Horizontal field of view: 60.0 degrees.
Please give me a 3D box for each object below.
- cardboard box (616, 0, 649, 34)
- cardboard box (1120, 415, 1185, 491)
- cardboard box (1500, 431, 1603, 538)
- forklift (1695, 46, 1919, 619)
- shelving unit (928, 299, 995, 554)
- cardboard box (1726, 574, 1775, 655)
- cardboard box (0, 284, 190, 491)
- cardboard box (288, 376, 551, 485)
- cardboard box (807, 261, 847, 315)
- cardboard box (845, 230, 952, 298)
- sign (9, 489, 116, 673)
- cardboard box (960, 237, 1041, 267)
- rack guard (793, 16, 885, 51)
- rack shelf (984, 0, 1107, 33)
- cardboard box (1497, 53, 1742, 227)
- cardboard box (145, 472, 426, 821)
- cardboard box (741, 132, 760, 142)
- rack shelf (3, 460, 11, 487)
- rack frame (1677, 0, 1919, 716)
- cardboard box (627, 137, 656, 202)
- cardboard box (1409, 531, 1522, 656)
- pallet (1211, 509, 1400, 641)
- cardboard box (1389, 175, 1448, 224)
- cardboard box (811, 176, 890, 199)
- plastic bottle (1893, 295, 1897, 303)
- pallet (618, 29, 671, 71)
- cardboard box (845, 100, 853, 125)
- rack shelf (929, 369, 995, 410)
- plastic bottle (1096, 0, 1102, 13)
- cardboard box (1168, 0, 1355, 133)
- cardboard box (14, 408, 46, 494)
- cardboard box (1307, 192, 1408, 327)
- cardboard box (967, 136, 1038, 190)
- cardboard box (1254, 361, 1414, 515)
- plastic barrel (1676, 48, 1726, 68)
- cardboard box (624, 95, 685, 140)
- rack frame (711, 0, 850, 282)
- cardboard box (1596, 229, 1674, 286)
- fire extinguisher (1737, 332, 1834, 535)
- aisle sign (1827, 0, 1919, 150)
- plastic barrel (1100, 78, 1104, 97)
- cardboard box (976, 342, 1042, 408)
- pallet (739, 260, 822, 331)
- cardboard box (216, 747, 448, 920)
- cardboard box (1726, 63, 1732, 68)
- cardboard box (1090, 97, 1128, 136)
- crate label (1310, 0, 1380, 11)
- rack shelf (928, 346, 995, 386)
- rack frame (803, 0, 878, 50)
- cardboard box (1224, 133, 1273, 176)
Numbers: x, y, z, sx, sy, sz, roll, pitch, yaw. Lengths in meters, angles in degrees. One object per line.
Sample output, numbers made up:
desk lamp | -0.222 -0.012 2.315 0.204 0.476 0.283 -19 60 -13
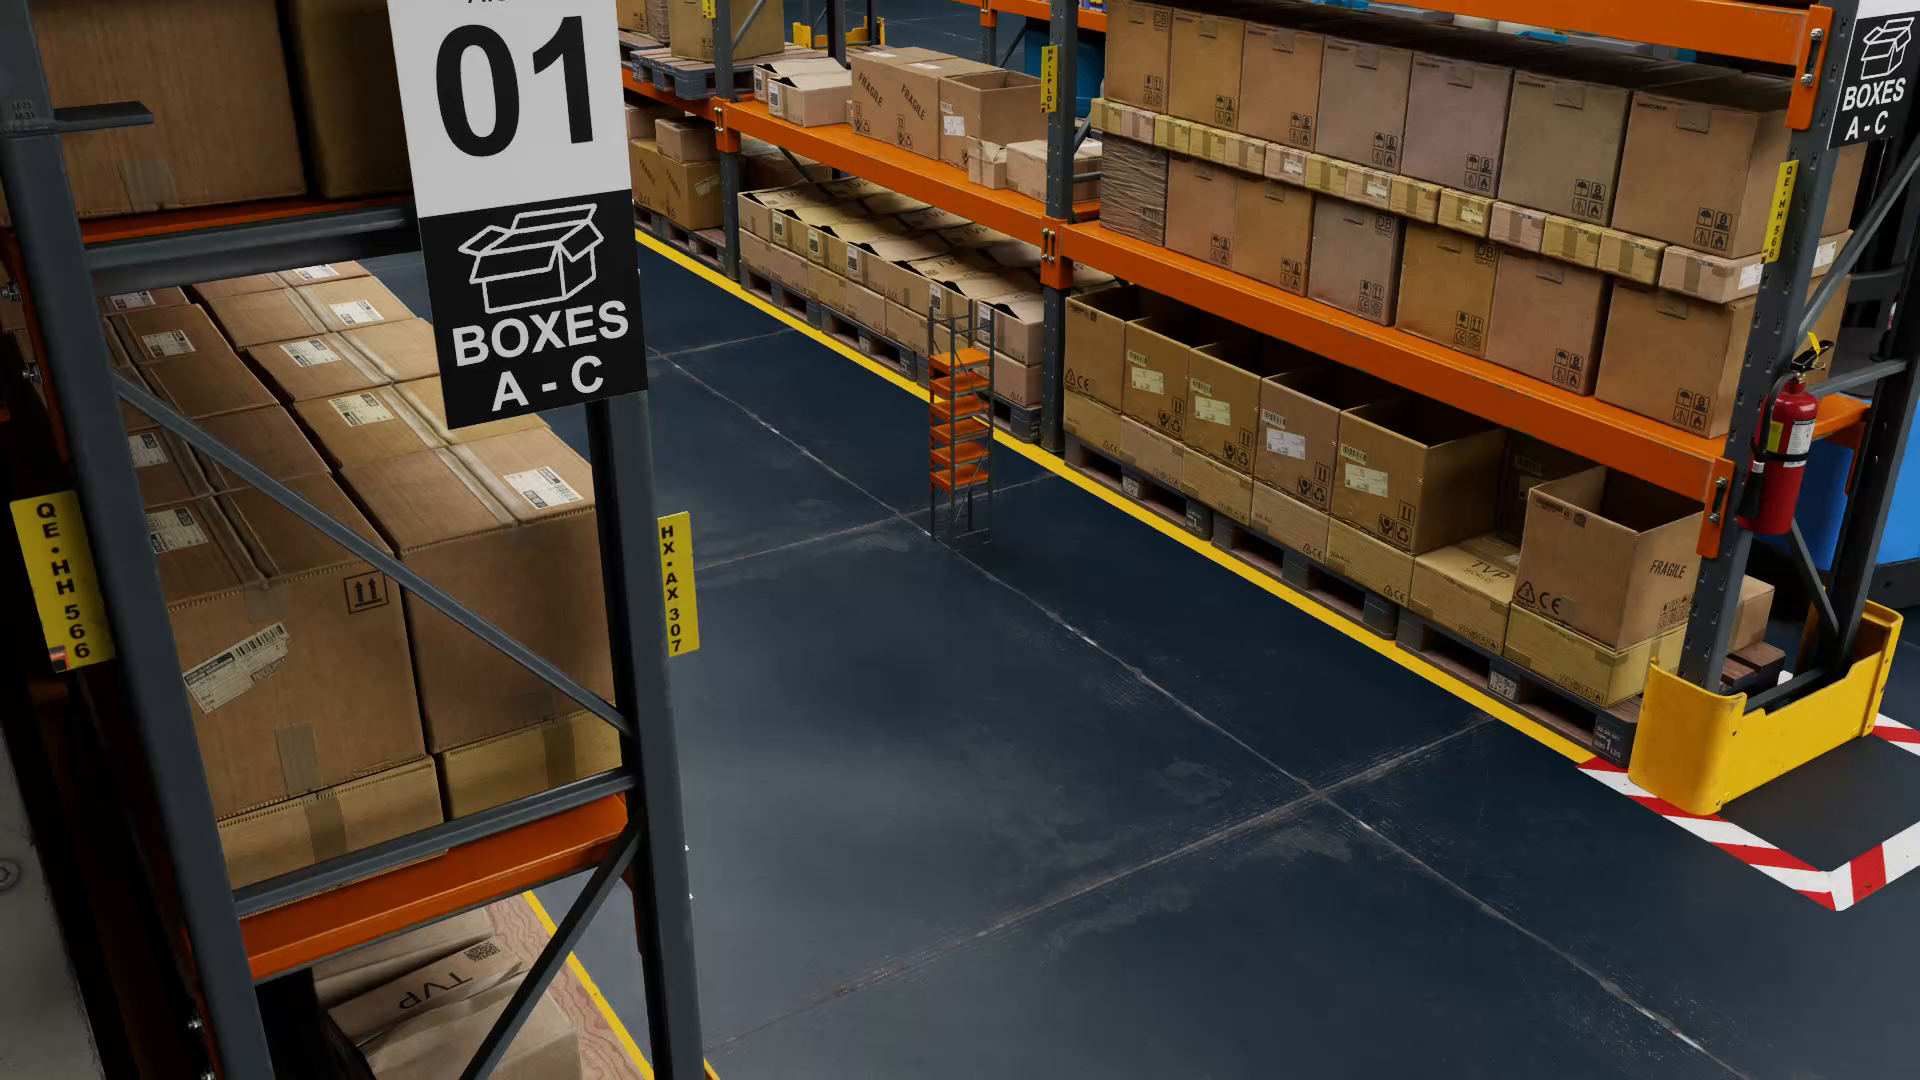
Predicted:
cardboard box | -2.448 -4.449 13.551 0.500 0.500 0.700 21 33 37
cardboard box | 1.171 -0.500 8.523 0.500 0.250 0.500 -16 29 -30
cardboard box | 2.705 -0.247 7.109 0.500 0.500 0.500 -16 29 -30
forklift | 3.747 -1.571 8.145 1.130 2.935 3.031 -8 27 -17
shelving unit | 0.008 -0.537 7.983 0.258 1.200 0.189 -16 29 -30
cardboard box | 2.980 0.271 6.891 0.500 0.250 0.500 -16 29 -30
cardboard box | -2.617 -0.512 5.095 0.500 0.500 0.500 -15 29 -28
cardboard box | -1.332 -0.083 4.187 0.500 0.500 0.500 -15 29 -29
cardboard box | -0.677 -1.727 11.123 0.500 0.250 0.500 -16 30 -31
cardboard box | -0.389 -1.792 10.604 0.500 0.311 0.500 -16 30 -30
sign | -1.538 0.073 2.856 0.100 0.325 0.005 -16 29 -30
cardboard box | 0.333 -1.741 10.496 0.500 0.311 0.500 -17 30 -31
rack guard | -1.520 -6.290 20.988 1.175 0.500 0.348 -16 29 -30
rack shelf | 1.780 -4.943 16.050 1.077 0.370 4.000 -16 29 -30
cardboard box | 2.522 -1.546 6.375 0.700 0.500 0.500 -16 30 -31
cardboard box | -1.497 0.217 3.549 0.500 0.500 0.500 -16 30 -30
cardboard box | -1.850 -3.065 13.641 0.500 0.500 0.500 -16 30 -30
rack shelf | -4.337 -1.204 8.129 1.077 0.370 4.000 -16 29 -30
rack frame | 3.086 -0.539 5.878 1.000 3.000 0.127 -16 29 -30
cardboard box | -2.562 -3.120 13.758 0.500 0.500 0.500 -17 30 -31
cardboard box | 2.263 0.216 7.008 0.500 0.250 0.500 -16 29 -30
pallet | 1.972 0.022 7.955 1.003 0.211 1.213 -16 29 -30
cardboard box | 2.010 -1.432 6.894 0.380 0.149 0.250 -15 29 -28
cardboard box | -0.789 -2.470 12.041 0.500 0.311 0.500 -15 29 -28
plastic bottle | 6.102 -1.614 10.917 0.097 0.201 0.097 0 25 0
pallet | -2.346 -4.008 13.451 1.003 0.211 1.213 -16 29 -30
cardboard box | -0.537 -2.844 11.054 0.380 0.149 0.250 -13 28 -26
rack shelf | 0.008 -0.714 7.899 0.258 0.103 0.180 -16 29 -30
plastic bottle | 1.347 -5.175 15.848 0.097 0.271 0.097 0 25 0
cardboard box | 1.427 -2.264 7.895 0.700 0.500 0.500 -16 29 -30
cardboard box | -2.879 -0.359 5.648 0.500 0.250 0.500 -17 30 -31
cardboard box | 1.995 -1.307 7.388 0.700 0.500 0.500 -15 29 -28
cardboard box | 0.269 -2.180 9.513 0.396 0.266 0.258 -16 30 -31
cardboard box | 1.714 -0.480 7.604 0.500 0.500 0.500 -16 29 -30
plastic barrel | 5.098 -3.558 11.686 0.600 0.901 0.708 -16 29 -30
cardboard box | -2.584 -3.472 13.625 0.500 0.250 0.500 -16 30 -31
rack frame | -1.281 -3.400 11.939 1.000 3.000 0.127 -16 29 -30
cardboard box | 2.574 -1.063 6.111 0.380 0.149 0.250 -15 29 -28
fire extinguisher | 2.762 -0.353 5.575 0.296 0.674 0.183 -16 29 -30
aisle sign | 2.876 -1.623 5.128 0.394 0.787 0.004 -16 29 -30
plastic barrel | 1.590 -4.374 16.425 0.421 0.512 0.421 0 25 0
cardboard box | 0.434 -0.997 9.577 0.500 0.250 0.500 -16 30 -30
pallet | -0.864 -1.836 11.891 1.003 0.211 1.213 -16 29 -30
cardboard box | -1.480 0.554 3.716 0.500 0.250 0.500 -15 29 -29
cardboard box | 7.710 -4.695 16.217 0.500 0.250 0.500 -12 28 -24
cardboard box | 0.887 -2.167 8.449 0.380 0.149 0.250 -16 29 -30
crate label | 3.187 -4.151 13.488 0.502 0.435 0.616 -16 29 -30
rack shelf | 0.008 -0.823 7.848 0.258 0.103 0.180 -16 29 -30
rack frame | -1.496 -7.415 20.443 1.000 3.000 0.127 -16 29 -30
cardboard box | 1.446 -1.802 7.676 0.380 0.149 0.250 -17 30 -31
